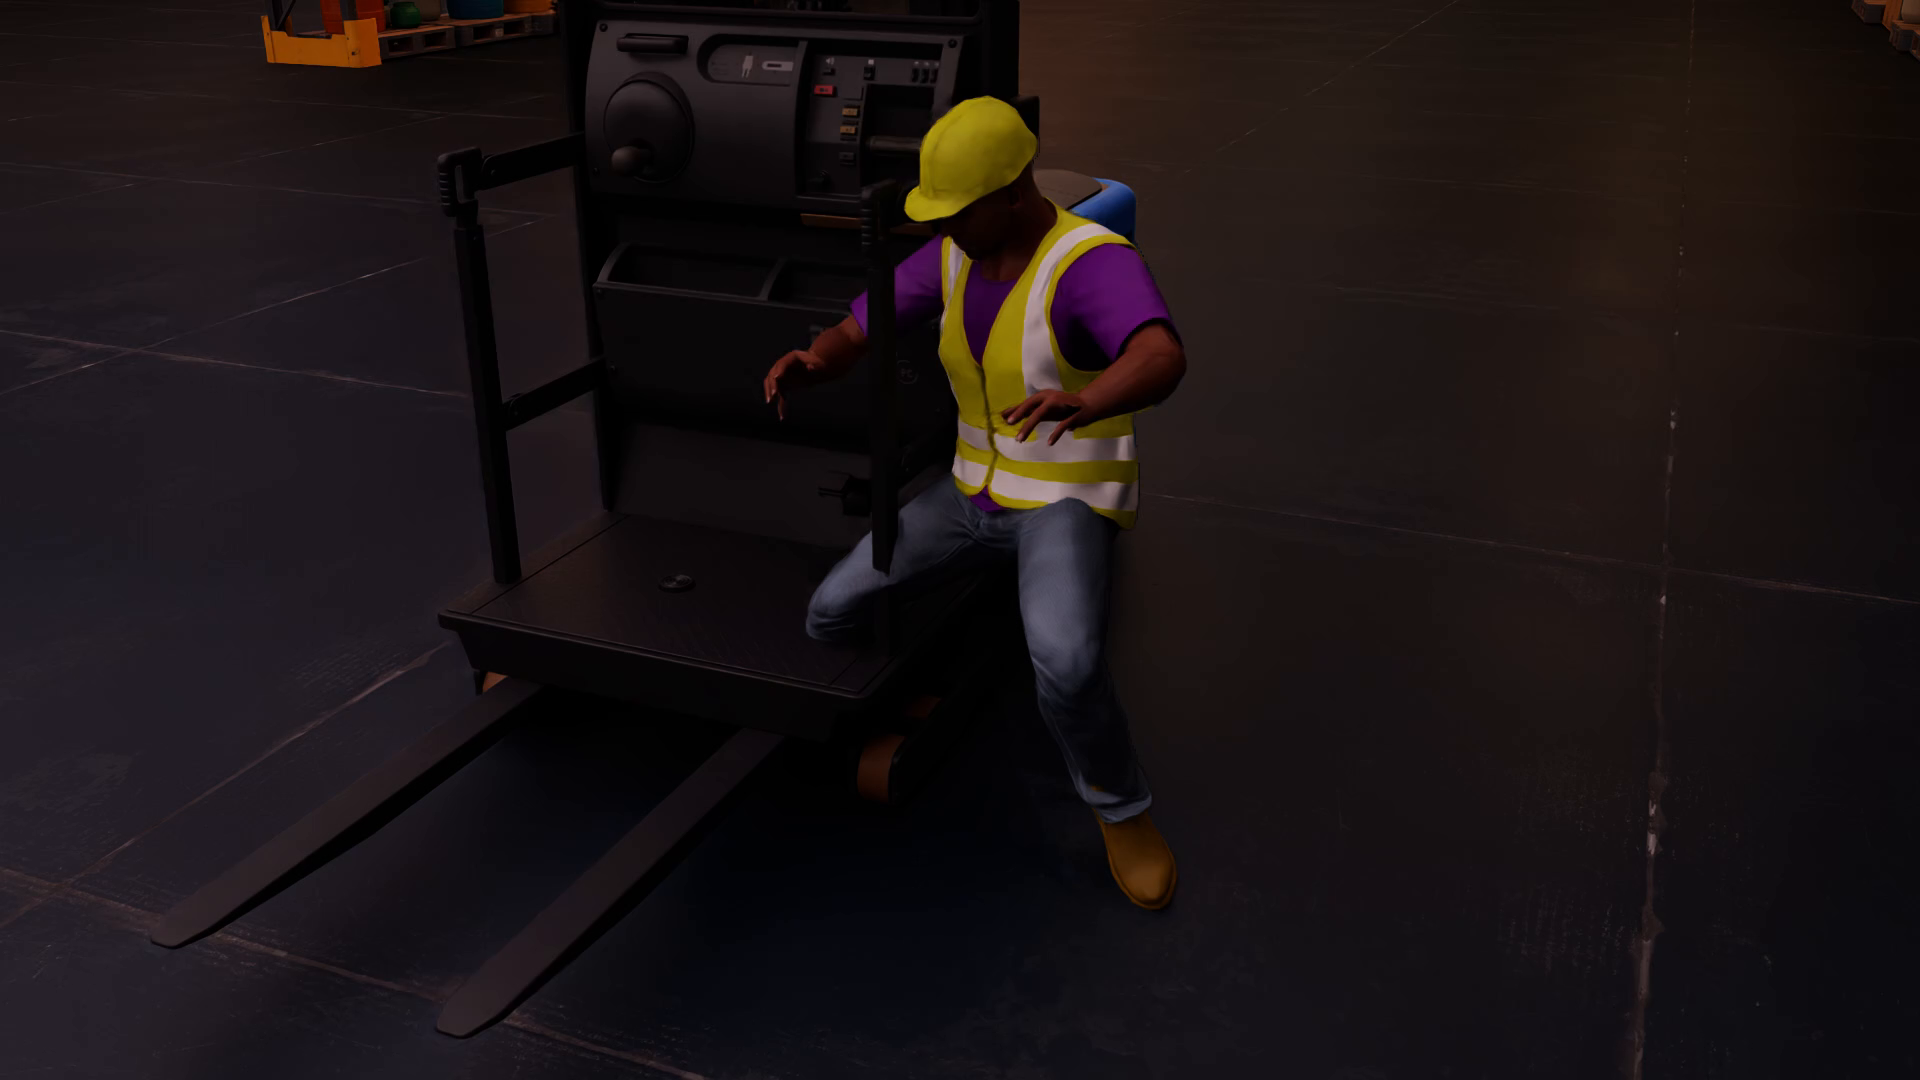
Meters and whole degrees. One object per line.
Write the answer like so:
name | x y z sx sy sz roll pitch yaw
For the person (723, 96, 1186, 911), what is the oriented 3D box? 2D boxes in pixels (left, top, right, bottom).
person | 0.007 -0.102 3.365 0.733 1.534 1.081 -18 29 -36

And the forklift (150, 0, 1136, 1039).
forklift | -0.512 -0.948 3.559 1.130 2.935 3.031 9 24 21
